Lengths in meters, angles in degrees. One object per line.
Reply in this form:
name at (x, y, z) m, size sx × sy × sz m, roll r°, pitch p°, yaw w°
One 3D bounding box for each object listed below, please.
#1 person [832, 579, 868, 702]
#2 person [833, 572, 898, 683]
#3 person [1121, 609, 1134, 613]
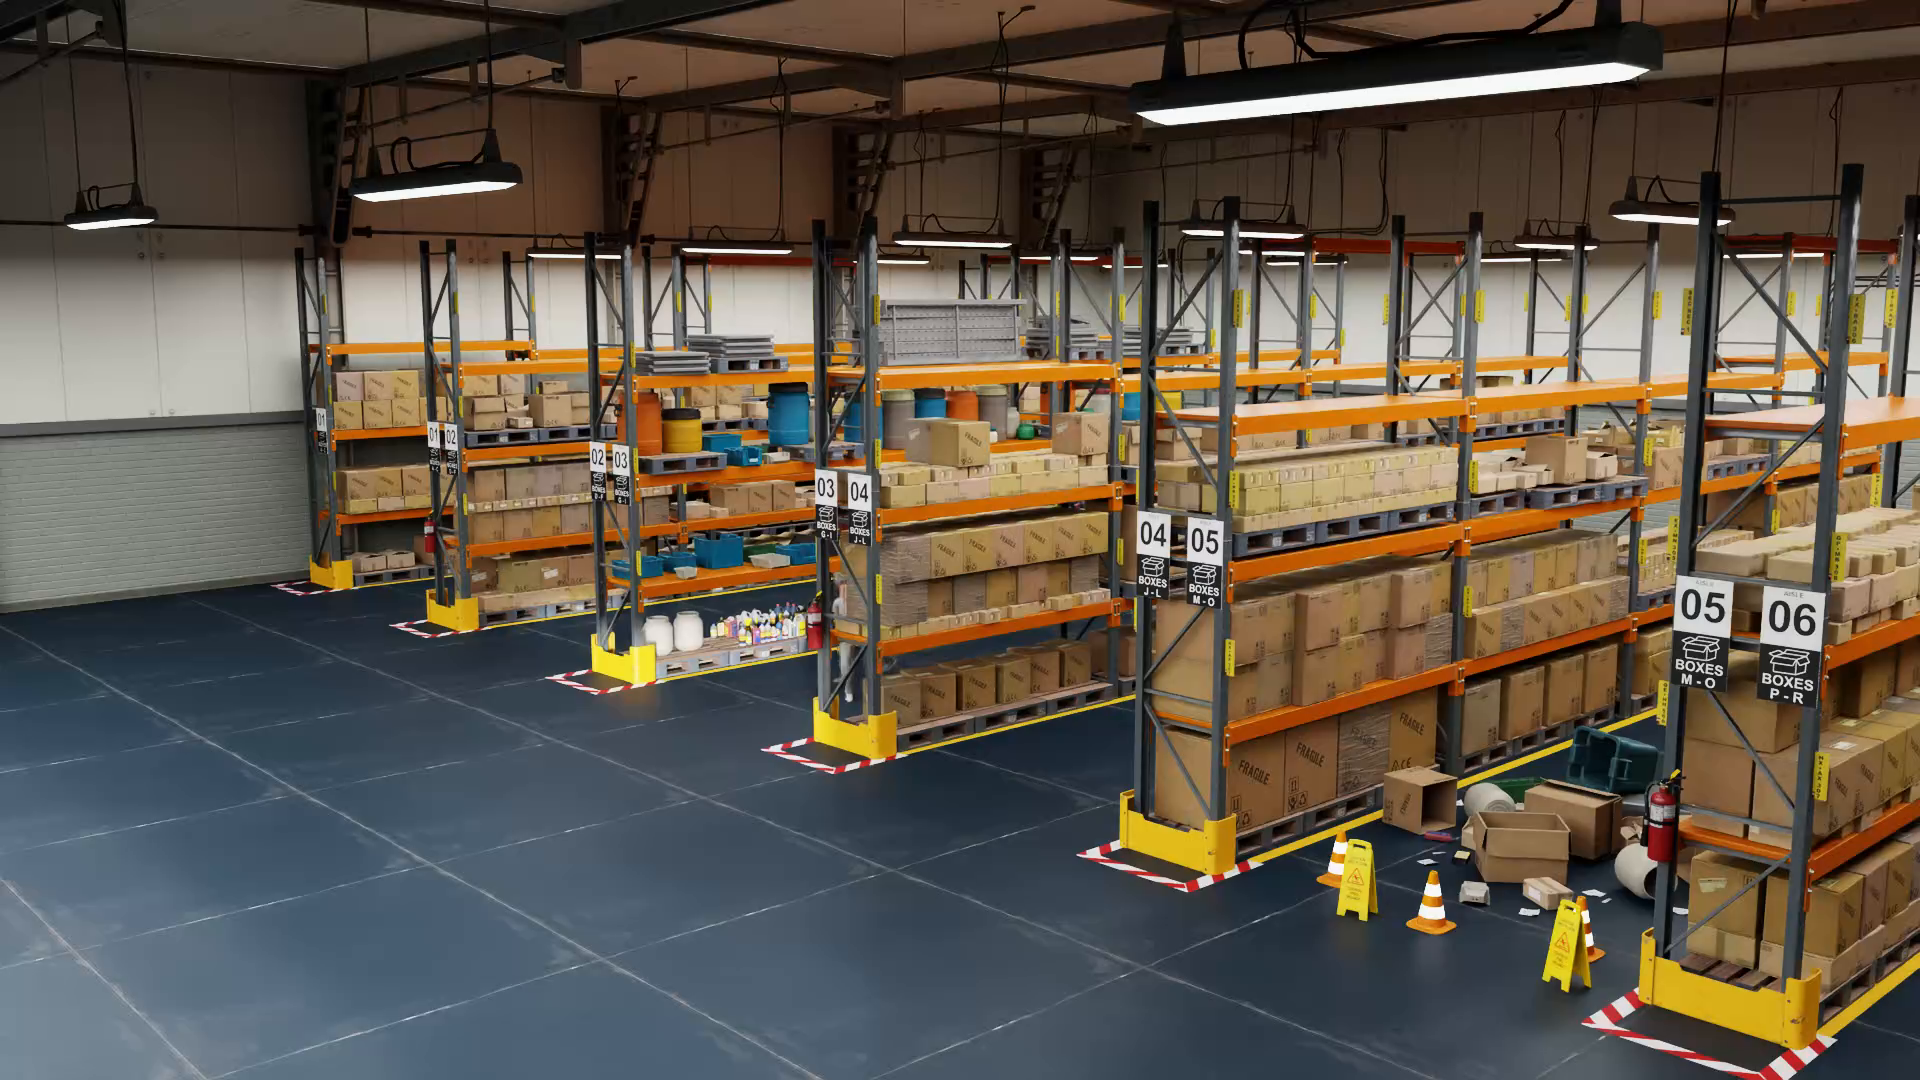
person at (-1.330, 1.269, 21.460) m, size 0.647 × 1.602 × 0.837 m, roll 0°, pitch 8°, yaw 0°
person at (-1.268, 1.138, 22.410) m, size 1.029 × 1.518 × 0.580 m, roll -6°, pitch 10°, yaw -35°
person at (2.590, 0.389, 25.431) m, size 0.725 × 1.557 × 0.541 m, roll -5°, pitch 10°, yaw -32°
